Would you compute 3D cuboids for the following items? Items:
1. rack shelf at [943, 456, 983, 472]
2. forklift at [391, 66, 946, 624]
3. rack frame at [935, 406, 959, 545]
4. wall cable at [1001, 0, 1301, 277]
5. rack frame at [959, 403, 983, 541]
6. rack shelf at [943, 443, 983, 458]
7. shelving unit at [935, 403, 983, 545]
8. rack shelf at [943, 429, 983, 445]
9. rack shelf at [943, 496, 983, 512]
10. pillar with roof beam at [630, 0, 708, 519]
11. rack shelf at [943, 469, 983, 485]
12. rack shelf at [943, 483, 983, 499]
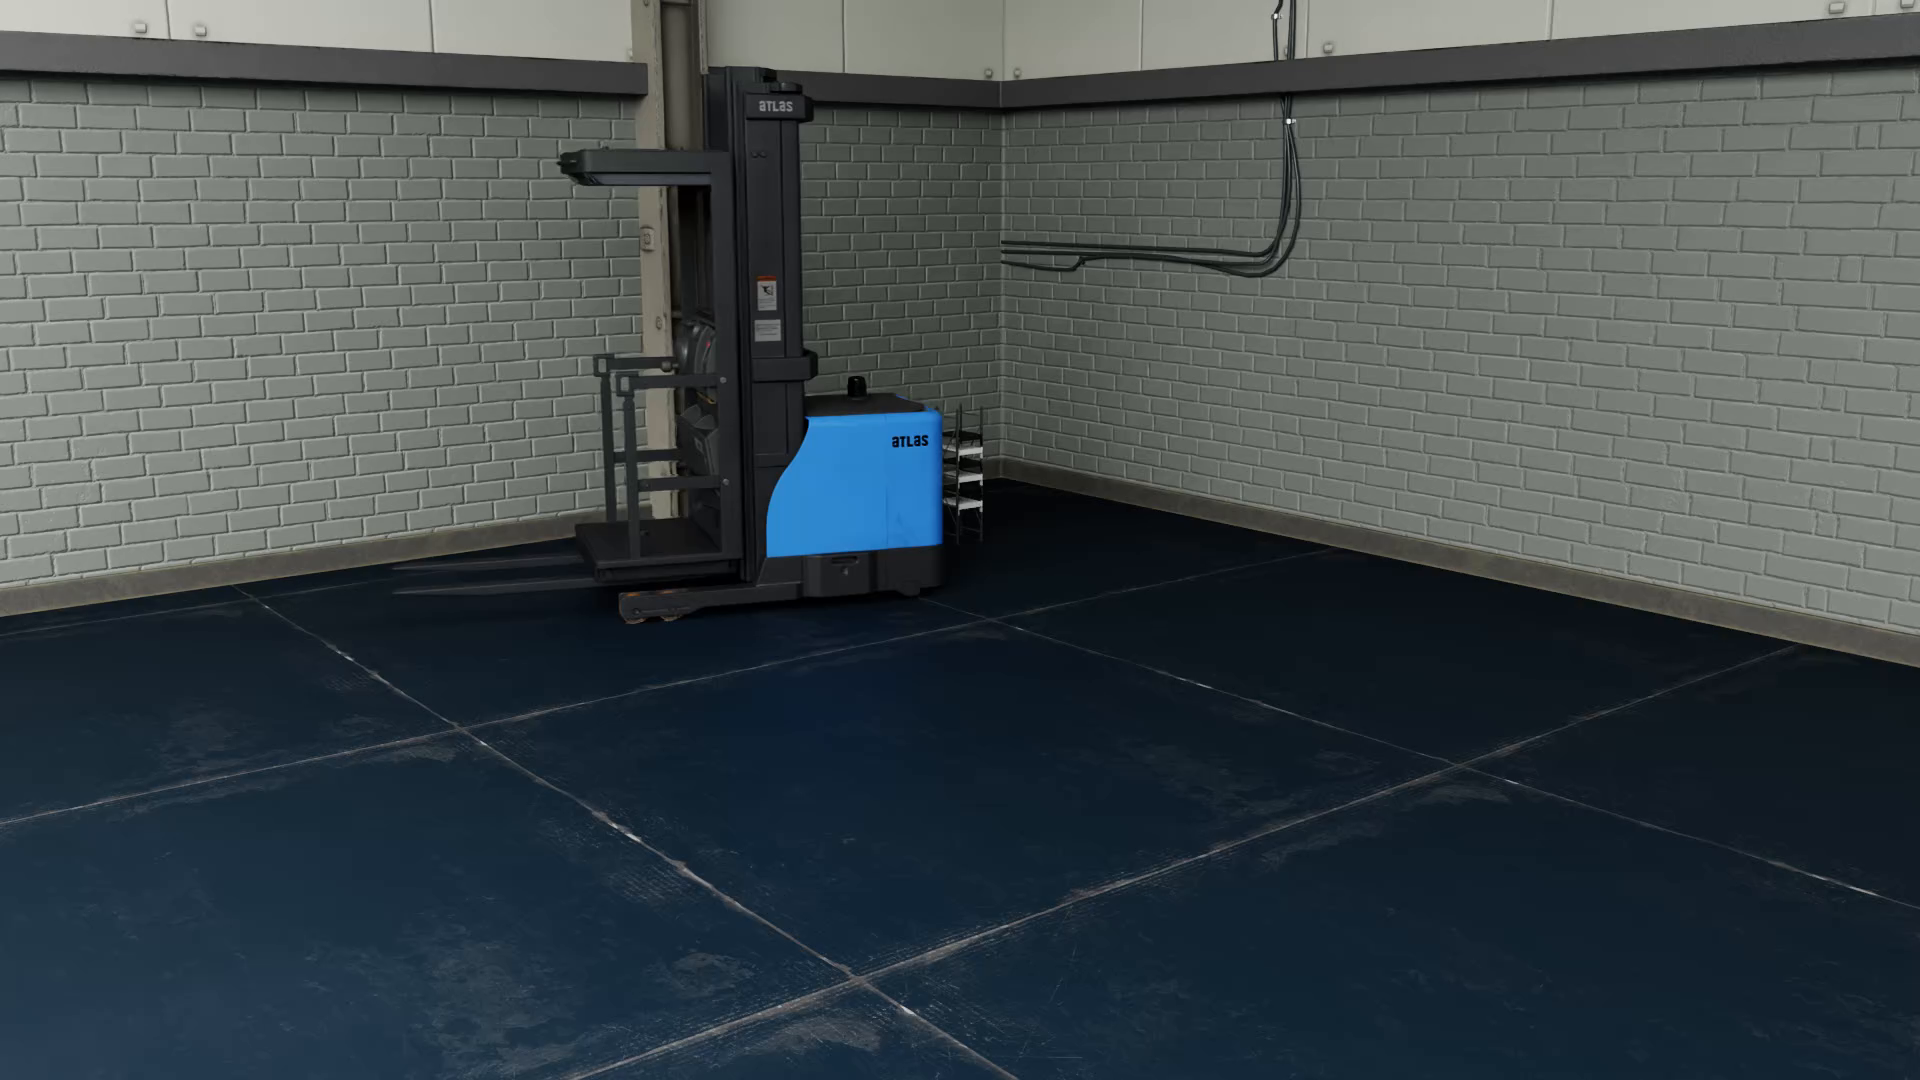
[{"bbox_3d":[-0.006,-0.495,11.019,0.200,0.077,0.258,-9,15,-38],"label":"rack shelf"},{"bbox_3d":[-1.657,-1.103,9.266,3.031,2.935,1.130,-4,13,-18],"label":"forklift"},{"bbox_3d":[-0.086,-0.426,10.968,0.006,0.900,0.240,-9,15,-38],"label":"rack frame"},{"bbox_3d":[1.216,-3.155,11.796,0.112,2.526,3.097,-9,15,-38],"label":"wall cable"},{"bbox_3d":[0.073,-0.452,11.092,0.006,0.900,0.240,-9,15,-38],"label":"rack frame"},{"bbox_3d":[-0.006,-0.583,11.000,0.200,0.077,0.258,-9,15,-38],"label":"rack shelf"},{"bbox_3d":[-0.006,-0.439,11.030,0.210,0.900,0.258,-9,15,-38],"label":"shelving unit"},{"bbox_3d":[-0.006,-0.671,10.981,0.200,0.077,0.258,-9,15,-38],"label":"rack shelf"},{"bbox_3d":[-0.006,-0.230,11.075,0.200,0.077,0.258,-9,15,-38],"label":"rack shelf"},{"bbox_3d":[0.779,-3.808,7.395,0.400,9.000,9.100,-9,15,-38],"label":"pillar with roof beam"},{"bbox_3d":[-0.006,-0.407,11.037,0.200,0.077,0.258,-9,15,-38],"label":"rack shelf"},{"bbox_3d":[-0.006,-0.318,11.056,0.200,0.077,0.258,-9,15,-38],"label":"rack shelf"}]
